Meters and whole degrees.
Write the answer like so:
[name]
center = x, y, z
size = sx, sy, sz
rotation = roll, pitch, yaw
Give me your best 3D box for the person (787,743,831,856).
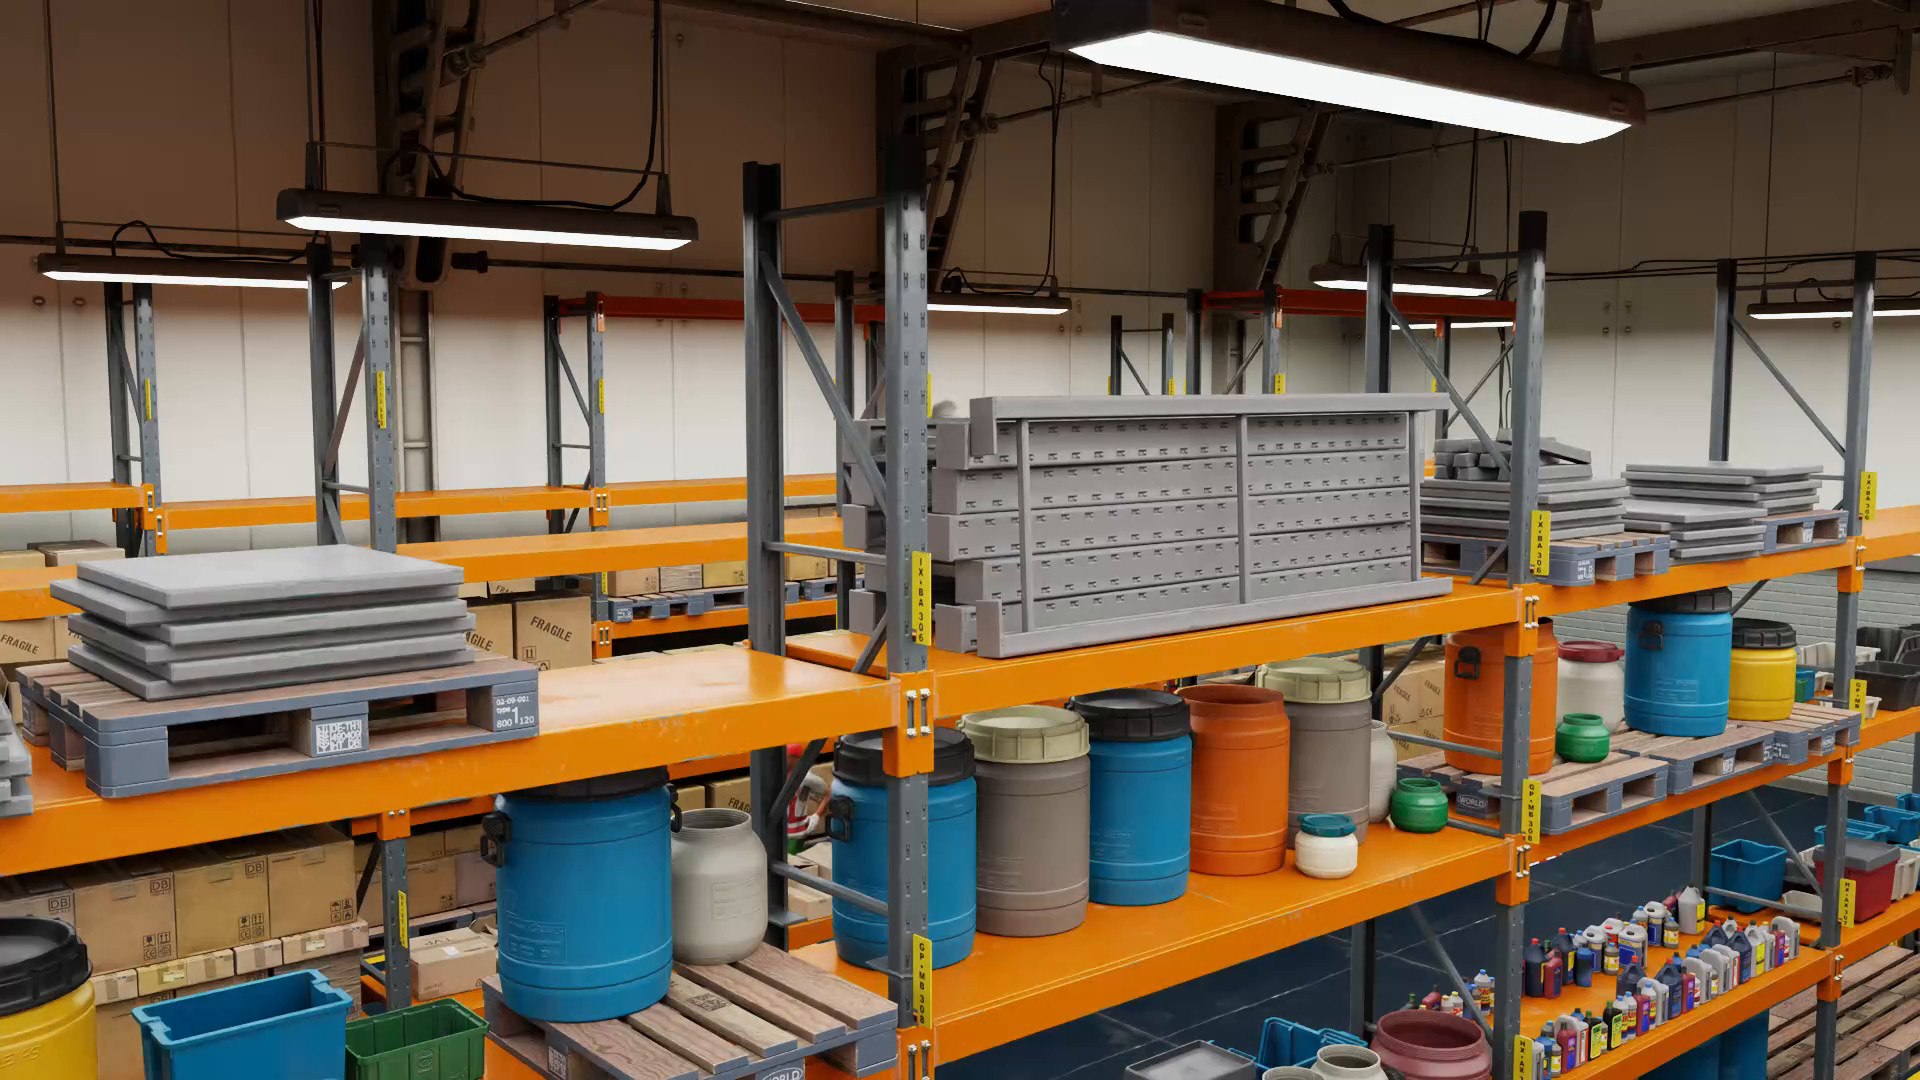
[person]
center = -1.592, 2.758, 15.454
size = 0.644, 1.806, 0.915
rotation = 5, 7, 39
